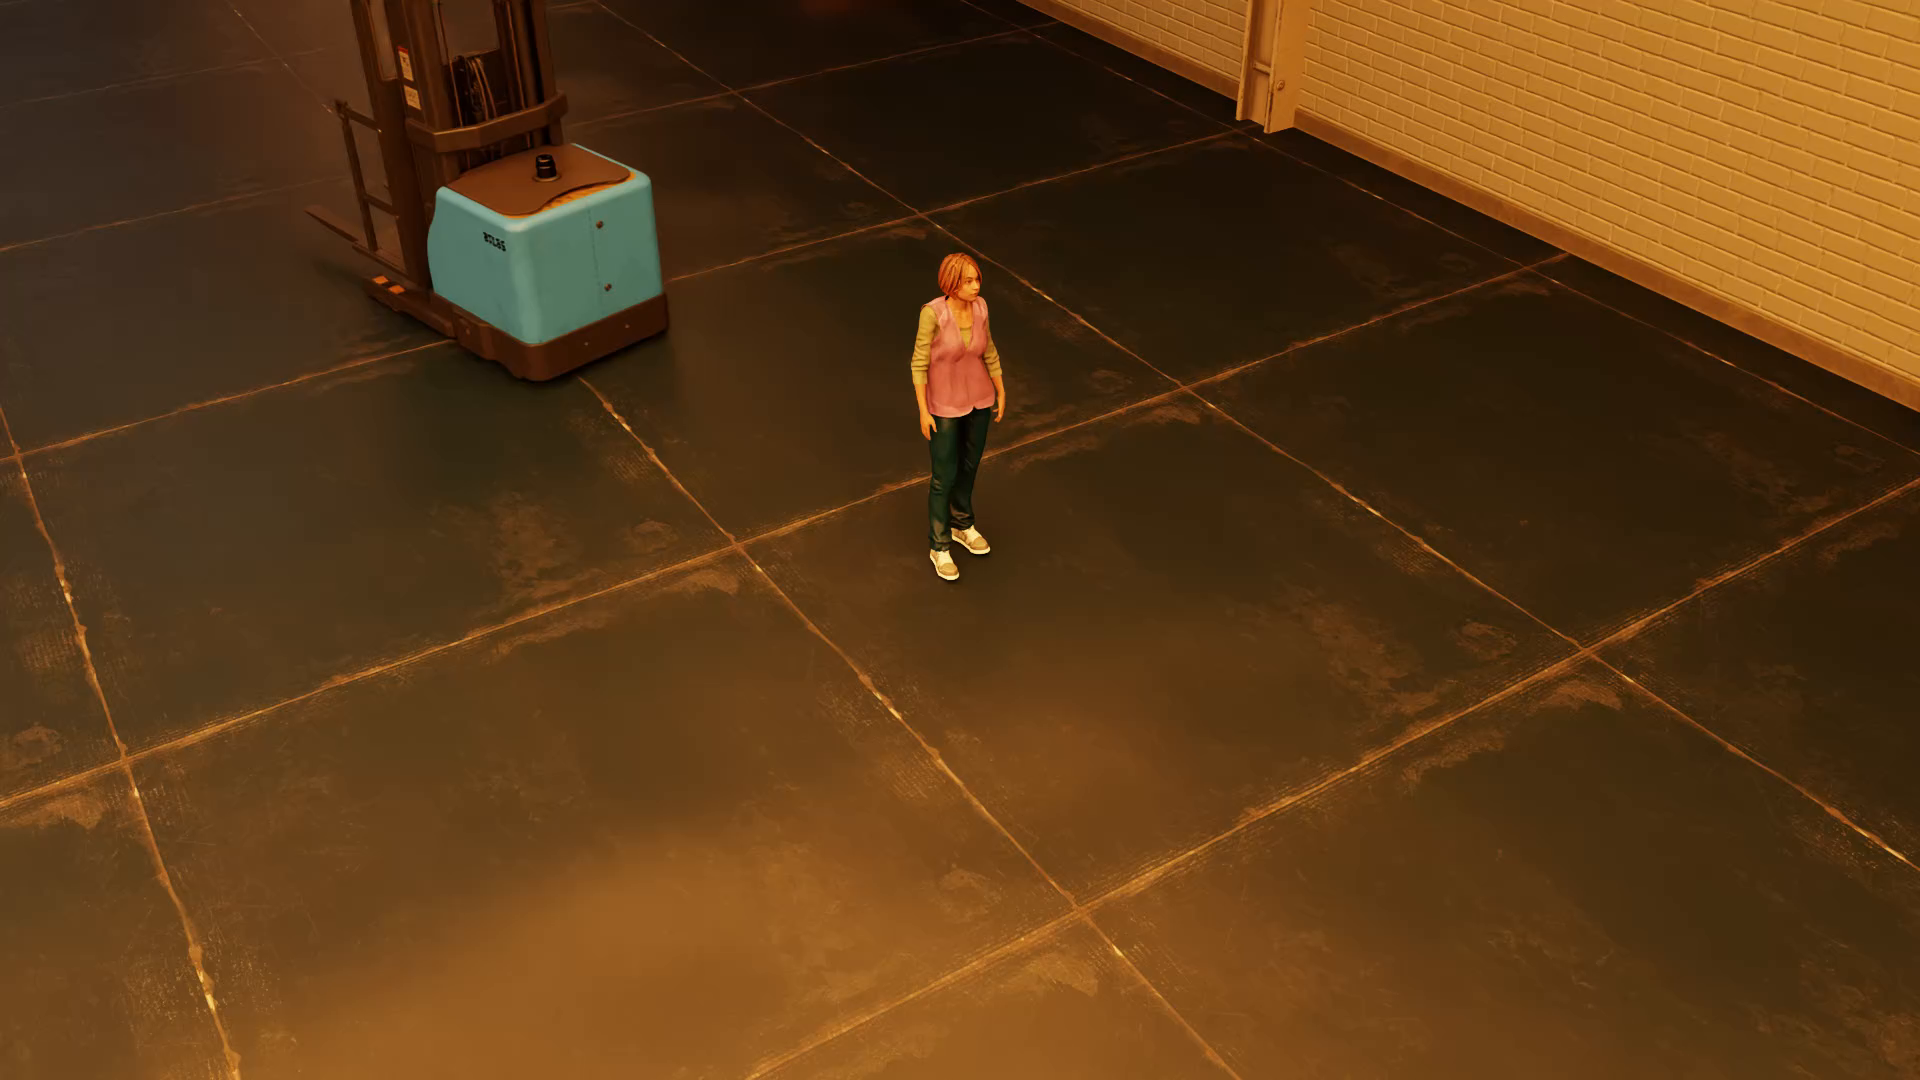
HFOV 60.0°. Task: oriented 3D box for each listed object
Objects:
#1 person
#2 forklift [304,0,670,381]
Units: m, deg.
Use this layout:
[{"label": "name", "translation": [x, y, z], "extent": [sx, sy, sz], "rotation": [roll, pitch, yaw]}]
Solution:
[{"label": "person", "translation": [0.028, -0.620, 8.177], "extent": [0.520, 1.597, 0.476], "rotation": [-21, 40, -27]}, {"label": "forklift", "translation": [-3.251, -2.879, 10.244], "extent": [3.031, 2.935, 1.130], "rotation": [28, 44, 34]}]
